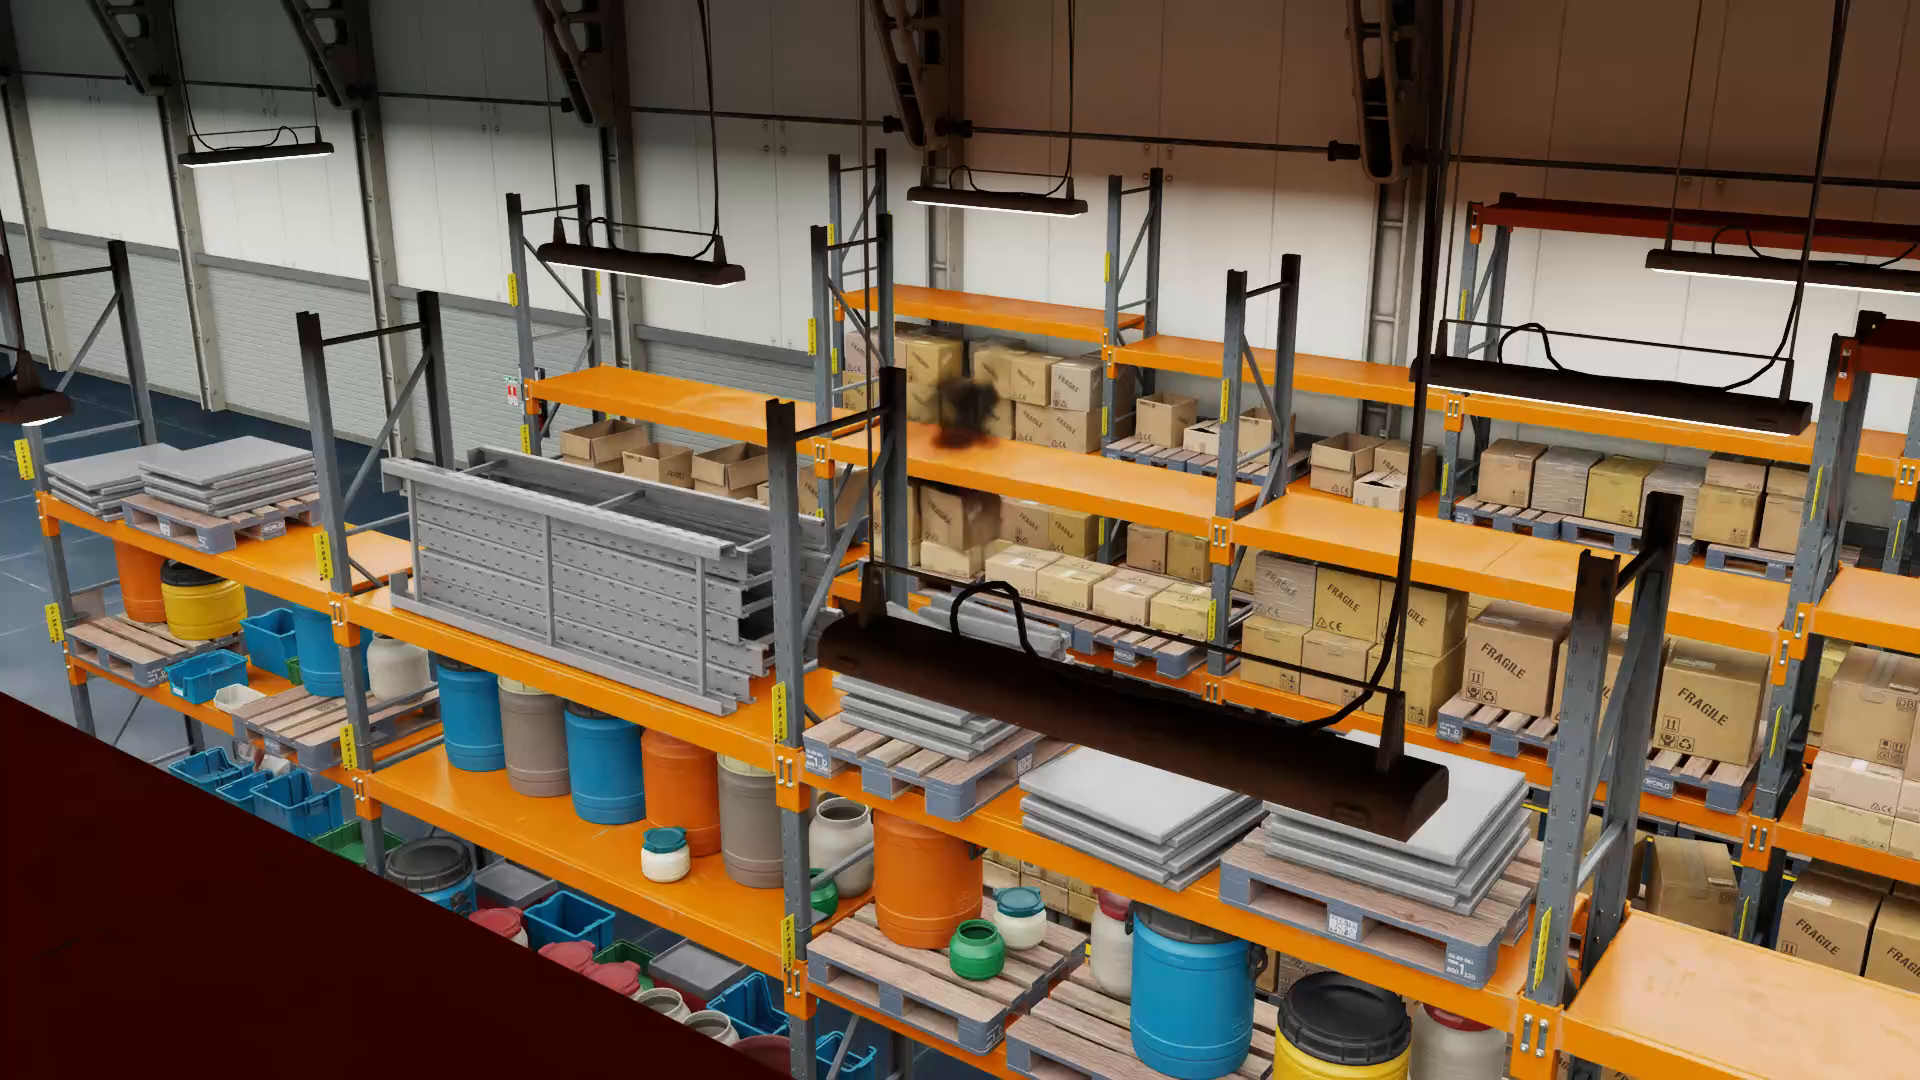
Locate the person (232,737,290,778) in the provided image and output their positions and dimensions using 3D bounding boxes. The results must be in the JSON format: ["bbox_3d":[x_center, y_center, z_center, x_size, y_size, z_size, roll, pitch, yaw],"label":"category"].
[{"bbox_3d":[-6.649,2.187,15.863,0.684,1.848,0.672,4,19,12],"label":"person"}]
